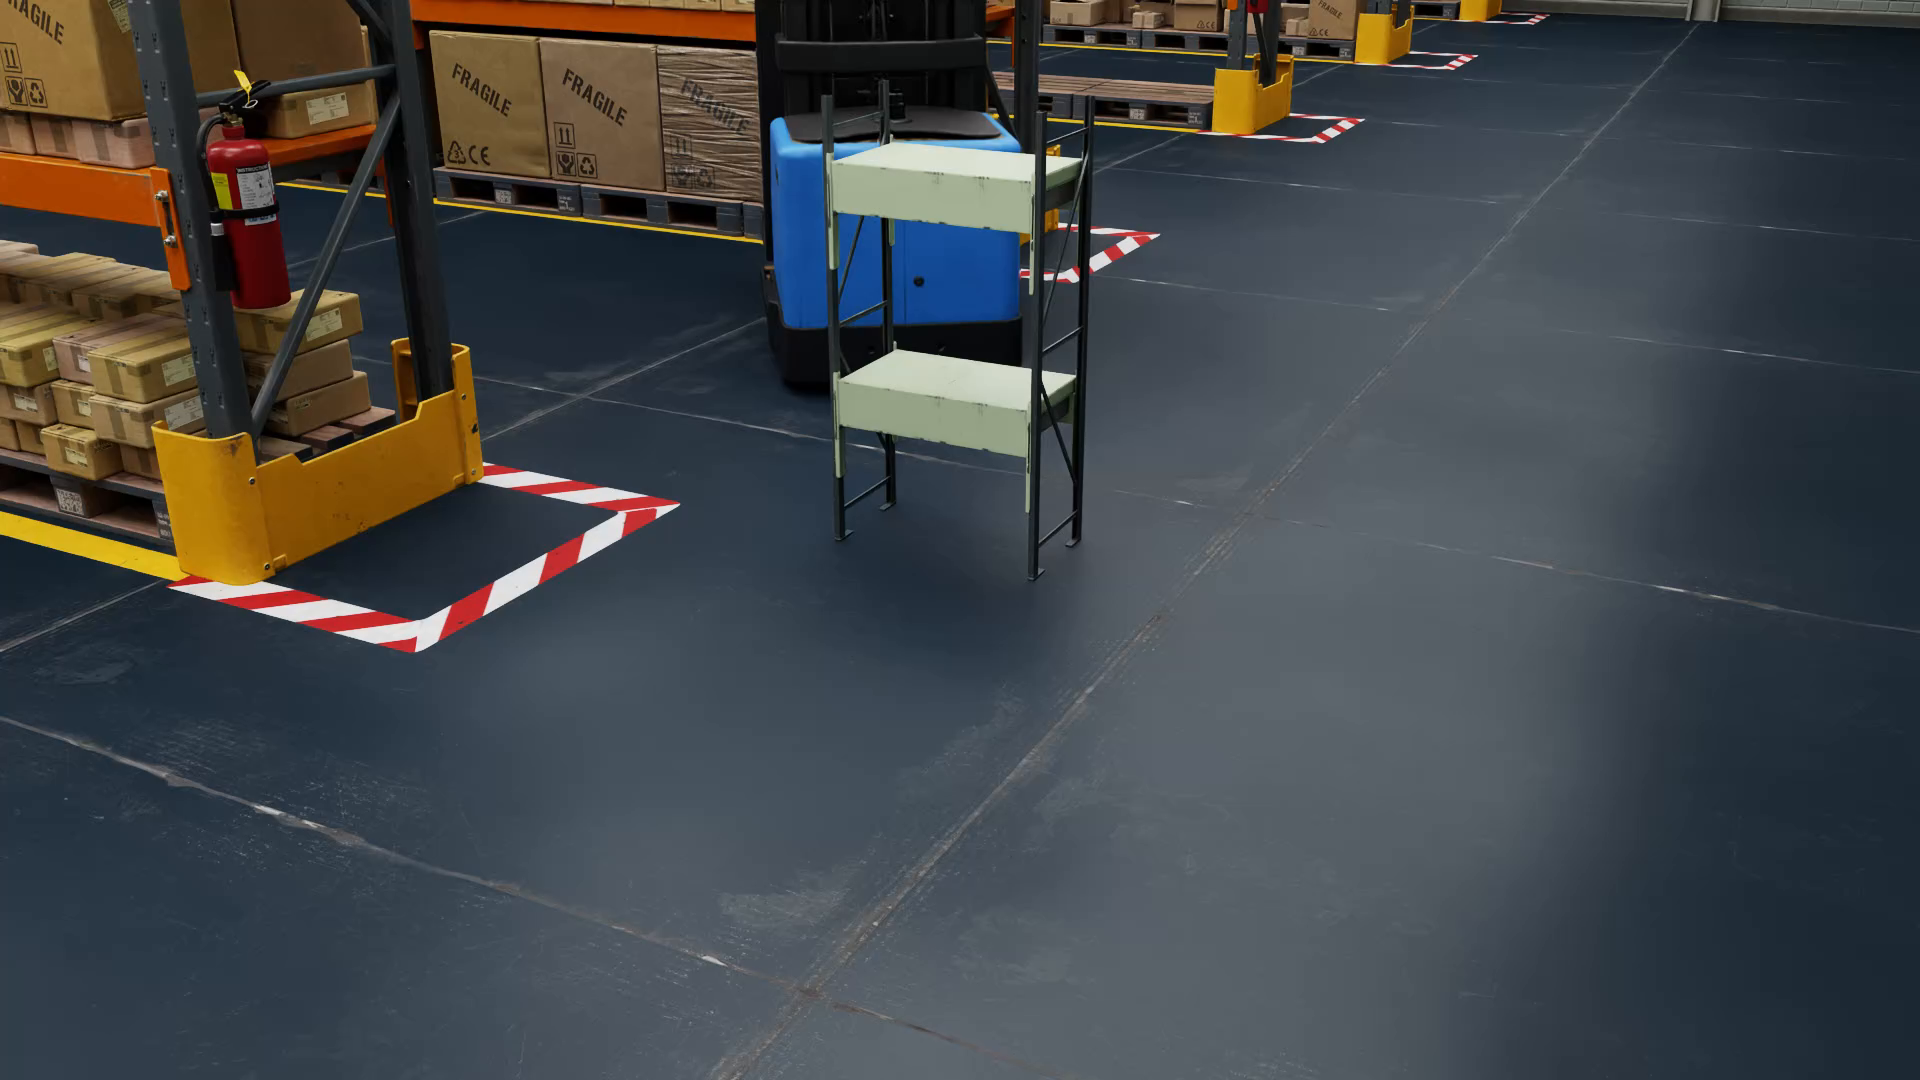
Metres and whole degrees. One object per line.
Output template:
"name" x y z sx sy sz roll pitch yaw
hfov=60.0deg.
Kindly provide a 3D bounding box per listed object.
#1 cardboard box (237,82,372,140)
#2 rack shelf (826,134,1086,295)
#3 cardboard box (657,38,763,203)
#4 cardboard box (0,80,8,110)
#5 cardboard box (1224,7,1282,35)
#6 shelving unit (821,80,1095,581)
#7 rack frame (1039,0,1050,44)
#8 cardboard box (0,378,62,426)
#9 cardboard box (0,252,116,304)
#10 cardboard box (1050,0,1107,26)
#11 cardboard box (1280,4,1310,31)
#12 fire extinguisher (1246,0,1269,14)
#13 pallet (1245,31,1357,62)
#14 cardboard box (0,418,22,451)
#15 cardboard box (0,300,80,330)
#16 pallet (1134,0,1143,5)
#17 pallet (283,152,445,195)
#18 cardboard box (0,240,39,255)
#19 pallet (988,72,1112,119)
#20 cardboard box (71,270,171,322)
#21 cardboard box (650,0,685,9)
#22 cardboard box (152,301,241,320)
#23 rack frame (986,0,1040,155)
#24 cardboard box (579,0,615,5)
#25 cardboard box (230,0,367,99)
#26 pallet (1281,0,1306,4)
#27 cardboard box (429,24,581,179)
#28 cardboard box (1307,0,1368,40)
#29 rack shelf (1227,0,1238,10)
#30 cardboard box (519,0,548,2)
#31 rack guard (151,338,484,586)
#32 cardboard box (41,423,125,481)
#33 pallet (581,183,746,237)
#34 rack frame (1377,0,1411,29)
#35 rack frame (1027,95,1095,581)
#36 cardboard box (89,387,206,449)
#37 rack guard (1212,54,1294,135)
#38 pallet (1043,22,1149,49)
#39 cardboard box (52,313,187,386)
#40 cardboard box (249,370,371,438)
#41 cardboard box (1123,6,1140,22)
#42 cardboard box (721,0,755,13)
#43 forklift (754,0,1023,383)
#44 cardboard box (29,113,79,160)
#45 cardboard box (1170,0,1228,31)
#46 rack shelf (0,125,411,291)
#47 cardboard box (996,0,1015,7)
"cardboard box" -2.276 -1.499 5.764 0.250 0.149 0.380 11 25 24
"rack shelf" -0.006 -1.050 5.307 0.720 0.370 0.431 11 25 25
"cardboard box" -1.226 -2.619 10.254 0.875 0.875 0.875 11 25 25
"cardboard box" -3.109 -1.708 5.426 0.500 0.500 0.500 11 25 24
"cardboard box" 3.236 -5.742 18.371 0.500 0.250 0.500 11 25 25
"shelving unit" -0.006 -0.691 5.459 0.755 1.500 0.431 11 25 25
"rack frame" 1.097 -7.323 19.137 0.127 3.000 1.000 11 25 25
"cardboard box" -3.199 -0.546 5.928 0.250 0.149 0.380 10 25 22
"cardboard box" -3.633 -1.035 6.697 0.250 0.149 0.380 12 26 25
"cardboard box" 1.374 -6.139 19.225 0.500 0.311 0.500 11 25 25
"cardboard box" 3.863 -5.837 18.595 0.500 0.250 0.500 11 25 25
"fire extinguisher" 2.358 -4.495 13.062 0.183 0.674 0.296 11 25 25
"pallet" 3.887 -5.487 18.384 1.213 0.211 1.003 11 25 25
"cardboard box" -3.397 -0.471 6.130 0.250 0.149 0.380 11 26 25
"cardboard box" -3.411 -0.737 5.996 0.250 0.149 0.380 10 25 22
"pallet" 2.606 -7.881 24.011 1.213 0.211 1.003 11 25 25
"pallet" -4.099 -2.691 11.807 1.213 0.211 1.003 11 25 25
"cardboard box" -4.072 -1.128 6.916 0.250 0.149 0.380 10 25 23
"pallet" 0.625 -3.979 14.838 1.213 0.211 1.003 11 25 25
"cardboard box" -3.175 -0.920 6.427 0.250 0.149 0.380 10 25 22
"cardboard box" -1.637 -3.260 9.904 0.250 0.149 0.380 12 26 26
"cardboard box" -2.749 -0.816 6.182 0.250 0.149 0.380 12 26 25
"rack frame" 0.193 -3.158 9.342 0.127 3.000 1.000 11 25 25
"cardboard box" -2.106 -3.351 10.119 0.250 0.149 0.380 12 26 25
"cardboard box" -2.411 -1.802 5.646 0.500 0.500 0.500 13 26 27
"pallet" 5.065 -7.394 22.867 1.213 0.211 1.003 11 25 25
"cardboard box" -2.824 -2.935 10.997 0.875 0.875 0.875 11 25 25
"cardboard box" 4.070 -5.679 17.903 0.500 0.500 0.500 11 25 25
"rack shelf" 0.643 -4.910 14.381 4.000 0.370 1.077 11 25 25
"cardboard box" -2.557 -3.442 10.331 0.250 0.149 0.380 10 25 23
"rack guard" -2.203 -0.306 5.832 0.348 0.500 1.175 11 25 25
"cardboard box" -2.974 -0.355 5.858 0.250 0.149 0.380 12 26 26
"pallet" -1.640 -2.204 10.663 1.213 0.211 1.003 11 25 25
"rack frame" 4.666 -6.617 17.476 0.127 3.000 1.000 11 25 25
"rack frame" 0.321 -0.627 5.307 0.023 1.500 0.400 11 25 25
"cardboard box" -2.735 -0.455 5.713 0.250 0.149 0.380 10 25 23
"rack guard" 2.455 -3.738 13.900 0.348 0.500 1.175 11 25 25
"pallet" 1.709 -5.918 19.397 1.213 0.211 1.003 11 25 25
"cardboard box" -2.920 -0.668 5.833 0.250 0.149 0.380 12 26 26
"cardboard box" -2.458 -0.529 6.267 0.250 0.149 0.380 12 26 26
"cardboard box" 2.095 -6.167 19.499 0.250 0.149 0.380 11 25 25
"cardboard box" -1.185 -3.170 9.692 0.250 0.149 0.380 11 25 23
"forklift" -0.456 -2.567 8.042 1.130 2.935 3.031 -3 23 -8
"cardboard box" -2.758 -1.344 5.397 0.250 0.149 0.380 11 25 24
"cardboard box" 2.776 -6.047 18.764 0.637 0.503 0.797 11 25 25
"rack shelf" -3.920 -1.465 6.282 4.000 0.370 1.077 11 25 25
"cardboard box" 0.527 -6.362 19.510 0.500 0.500 0.500 11 25 24
